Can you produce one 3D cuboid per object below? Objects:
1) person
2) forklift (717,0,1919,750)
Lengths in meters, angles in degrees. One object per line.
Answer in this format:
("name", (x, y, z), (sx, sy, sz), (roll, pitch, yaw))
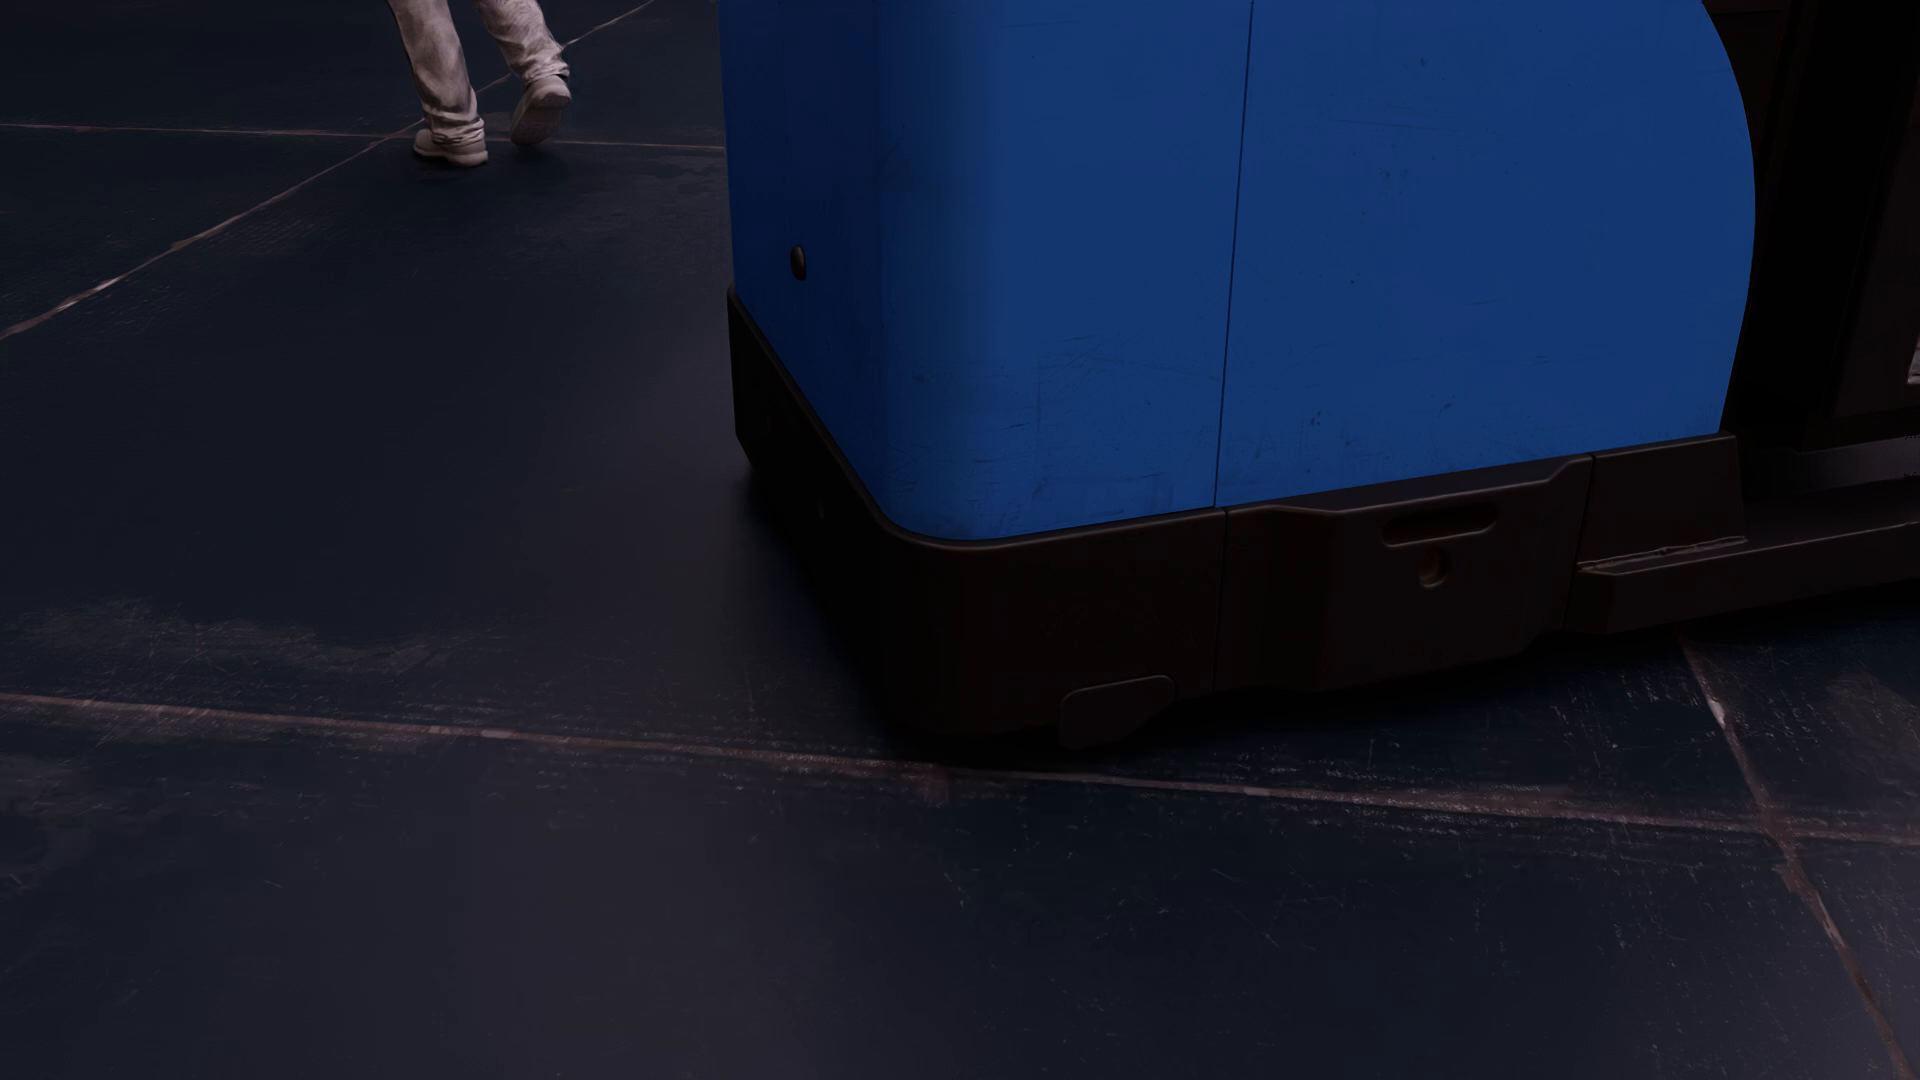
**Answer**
("person", (-1.379, -1.831, 4.216), (0.802, 1.746, 0.492), (-23, 35, -38))
("forklift", (1.213, -1.445, 2.114), (3.031, 2.935, 1.130), (-8, 28, -16))
